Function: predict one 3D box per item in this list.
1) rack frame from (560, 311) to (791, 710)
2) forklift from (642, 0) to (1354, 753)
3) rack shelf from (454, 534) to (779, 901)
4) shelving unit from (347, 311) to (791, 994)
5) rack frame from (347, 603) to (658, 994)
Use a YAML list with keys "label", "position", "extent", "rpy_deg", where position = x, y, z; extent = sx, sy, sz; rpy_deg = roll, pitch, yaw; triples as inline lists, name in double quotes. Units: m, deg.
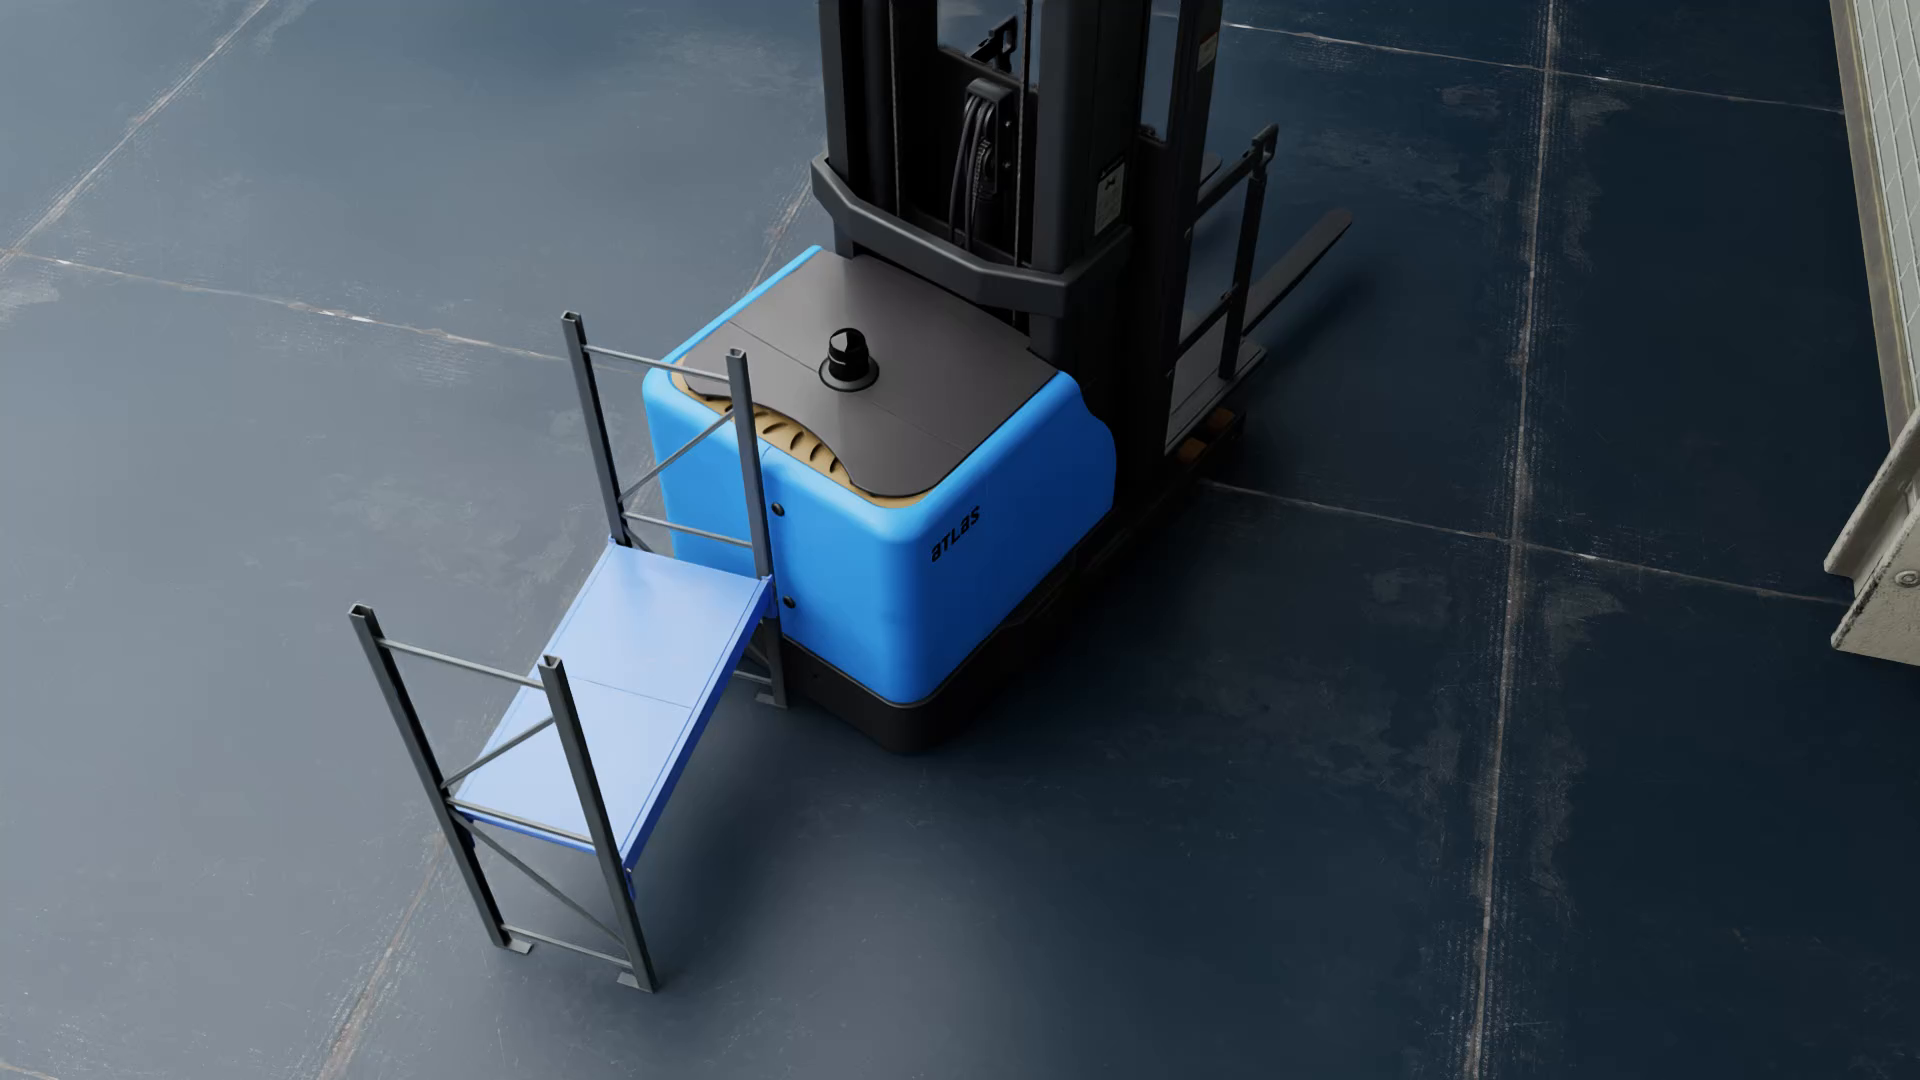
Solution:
- label: "rack frame"
  position: [-0.780, -0.026, 4.772]
  extent: [0.500, 1.500, 0.032]
  rpy_deg: [13, 50, 12]
- label: "forklift"
  position: [0.372, -1.375, 5.009]
  extent: [1.130, 2.935, 3.031]
  rpy_deg: [30, 55, 24]
- label: "rack shelf"
  position: [-0.934, 0.457, 4.586]
  extent: [0.538, 0.185, 1.000]
  rpy_deg: [13, 50, 12]
- label: "shelving unit"
  position: [-0.934, 0.338, 4.452]
  extent: [0.538, 1.500, 1.048]
  rpy_deg: [13, 50, 12]
- label: "rack frame"
  position: [-1.088, 0.701, 4.131]
  extent: [0.500, 1.500, 0.032]
  rpy_deg: [13, 50, 12]
